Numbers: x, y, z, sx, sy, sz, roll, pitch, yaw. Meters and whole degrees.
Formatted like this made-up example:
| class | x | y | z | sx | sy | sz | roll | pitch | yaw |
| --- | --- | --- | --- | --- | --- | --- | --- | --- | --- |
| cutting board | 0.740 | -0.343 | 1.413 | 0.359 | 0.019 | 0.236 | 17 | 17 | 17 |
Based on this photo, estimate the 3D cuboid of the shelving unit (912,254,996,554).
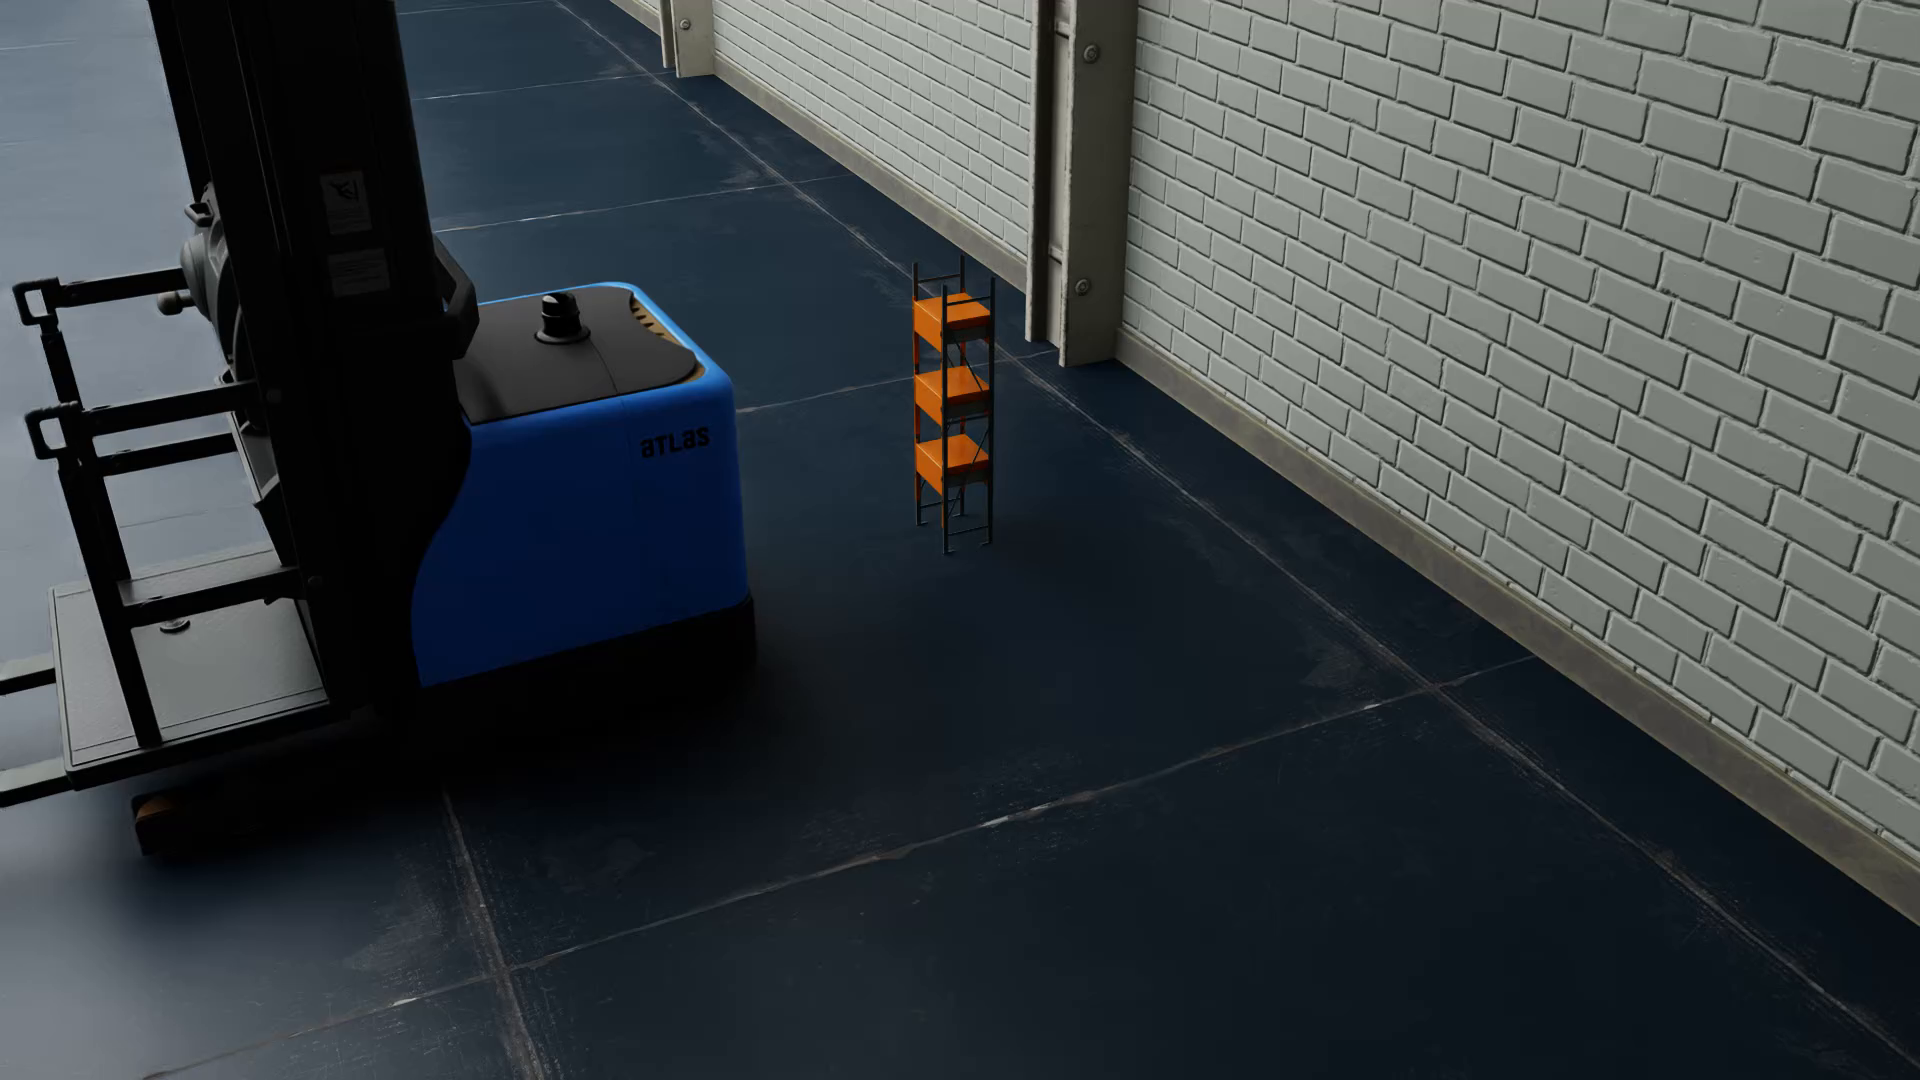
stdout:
| class | x | y | z | sx | sy | sz | roll | pitch | yaw |
| --- | --- | --- | --- | --- | --- | --- | --- | --- | --- |
| shelving unit | -0.023 | -0.482 | 6.035 | 0.215 | 1.050 | 0.252 | -13 | 32 | -22 |

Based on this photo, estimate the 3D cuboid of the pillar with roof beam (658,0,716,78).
| class | x | y | z | sx | sy | sz | roll | pitch | yaw |
| --- | --- | --- | --- | --- | --- | --- | --- | --- | --- |
| pillar with roof beam | -5.930 | -6.585 | 8.793 | 9.100 | 9.000 | 0.400 | -13 | 32 | -22 |

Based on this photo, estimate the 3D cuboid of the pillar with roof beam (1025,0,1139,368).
| class | x | y | z | sx | sy | sz | roll | pitch | yaw |
| --- | --- | --- | --- | --- | --- | --- | --- | --- | --- |
| pillar with roof beam | -3.354 | -3.935 | 4.067 | 9.100 | 9.000 | 0.400 | -13 | 32 | -22 |

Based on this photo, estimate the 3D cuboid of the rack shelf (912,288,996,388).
| class | x | y | z | sx | sy | sz | roll | pitch | yaw |
| --- | --- | --- | --- | --- | --- | --- | --- | --- | --- |
| rack shelf | -0.023 | -0.720 | 5.902 | 0.215 | 0.259 | 0.240 | -13 | 32 | -22 |

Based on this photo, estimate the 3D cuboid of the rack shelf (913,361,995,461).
| class | x | y | z | sx | sy | sz | roll | pitch | yaw |
| --- | --- | --- | --- | --- | --- | --- | --- | --- | --- |
| rack shelf | -0.023 | -0.472 | 6.041 | 0.215 | 0.259 | 0.240 | -13 | 32 | -22 |

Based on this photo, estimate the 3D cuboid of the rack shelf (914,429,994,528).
| class | x | y | z | sx | sy | sz | roll | pitch | yaw |
| --- | --- | --- | --- | --- | --- | --- | --- | --- | --- |
| rack shelf | -0.023 | -0.230 | 6.176 | 0.215 | 0.259 | 0.240 | -13 | 32 | -22 |

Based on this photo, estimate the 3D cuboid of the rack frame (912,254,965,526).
| class | x | y | z | sx | sy | sz | roll | pitch | yaw |
| --- | --- | --- | --- | --- | --- | --- | --- | --- | --- |
| rack frame | -0.075 | -0.535 | 6.131 | 0.200 | 1.050 | 0.008 | -13 | 32 | -22 |

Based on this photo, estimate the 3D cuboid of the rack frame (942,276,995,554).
| class | x | y | z | sx | sy | sz | roll | pitch | yaw |
| --- | --- | --- | --- | --- | --- | --- | --- | --- | --- |
| rack frame | 0.029 | -0.428 | 5.939 | 0.200 | 1.050 | 0.008 | -13 | 32 | -22 |

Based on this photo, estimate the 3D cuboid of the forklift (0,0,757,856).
| class | x | y | z | sx | sy | sz | roll | pitch | yaw |
| --- | --- | --- | --- | --- | --- | --- | --- | --- | --- |
| forklift | -2.208 | -0.690 | 4.485 | 3.031 | 2.935 | 1.130 | -15 | 32 | -24 |
